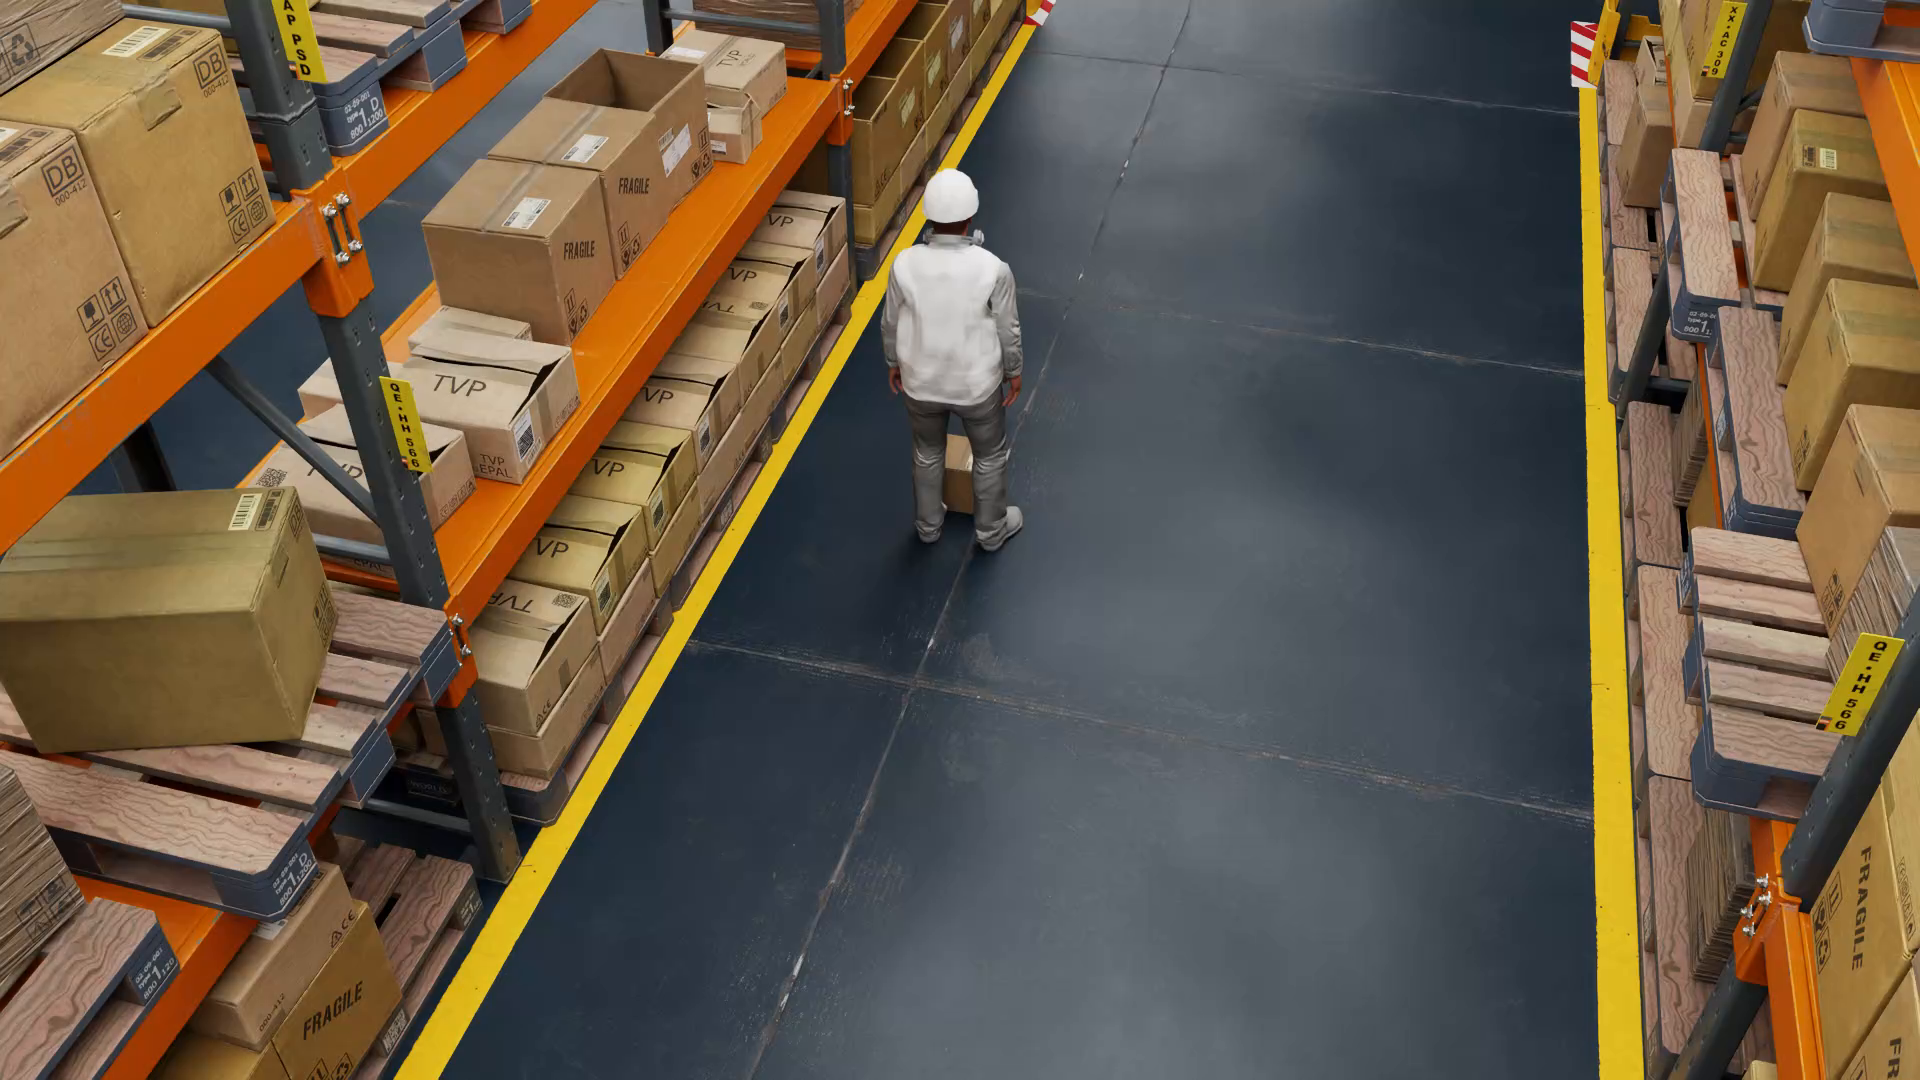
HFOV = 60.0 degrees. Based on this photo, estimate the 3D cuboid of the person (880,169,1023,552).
[{"bbox_3d":[-0.025,-0.708,6.959,0.594,1.771,0.464,8,41,9],"label":"person"}]
